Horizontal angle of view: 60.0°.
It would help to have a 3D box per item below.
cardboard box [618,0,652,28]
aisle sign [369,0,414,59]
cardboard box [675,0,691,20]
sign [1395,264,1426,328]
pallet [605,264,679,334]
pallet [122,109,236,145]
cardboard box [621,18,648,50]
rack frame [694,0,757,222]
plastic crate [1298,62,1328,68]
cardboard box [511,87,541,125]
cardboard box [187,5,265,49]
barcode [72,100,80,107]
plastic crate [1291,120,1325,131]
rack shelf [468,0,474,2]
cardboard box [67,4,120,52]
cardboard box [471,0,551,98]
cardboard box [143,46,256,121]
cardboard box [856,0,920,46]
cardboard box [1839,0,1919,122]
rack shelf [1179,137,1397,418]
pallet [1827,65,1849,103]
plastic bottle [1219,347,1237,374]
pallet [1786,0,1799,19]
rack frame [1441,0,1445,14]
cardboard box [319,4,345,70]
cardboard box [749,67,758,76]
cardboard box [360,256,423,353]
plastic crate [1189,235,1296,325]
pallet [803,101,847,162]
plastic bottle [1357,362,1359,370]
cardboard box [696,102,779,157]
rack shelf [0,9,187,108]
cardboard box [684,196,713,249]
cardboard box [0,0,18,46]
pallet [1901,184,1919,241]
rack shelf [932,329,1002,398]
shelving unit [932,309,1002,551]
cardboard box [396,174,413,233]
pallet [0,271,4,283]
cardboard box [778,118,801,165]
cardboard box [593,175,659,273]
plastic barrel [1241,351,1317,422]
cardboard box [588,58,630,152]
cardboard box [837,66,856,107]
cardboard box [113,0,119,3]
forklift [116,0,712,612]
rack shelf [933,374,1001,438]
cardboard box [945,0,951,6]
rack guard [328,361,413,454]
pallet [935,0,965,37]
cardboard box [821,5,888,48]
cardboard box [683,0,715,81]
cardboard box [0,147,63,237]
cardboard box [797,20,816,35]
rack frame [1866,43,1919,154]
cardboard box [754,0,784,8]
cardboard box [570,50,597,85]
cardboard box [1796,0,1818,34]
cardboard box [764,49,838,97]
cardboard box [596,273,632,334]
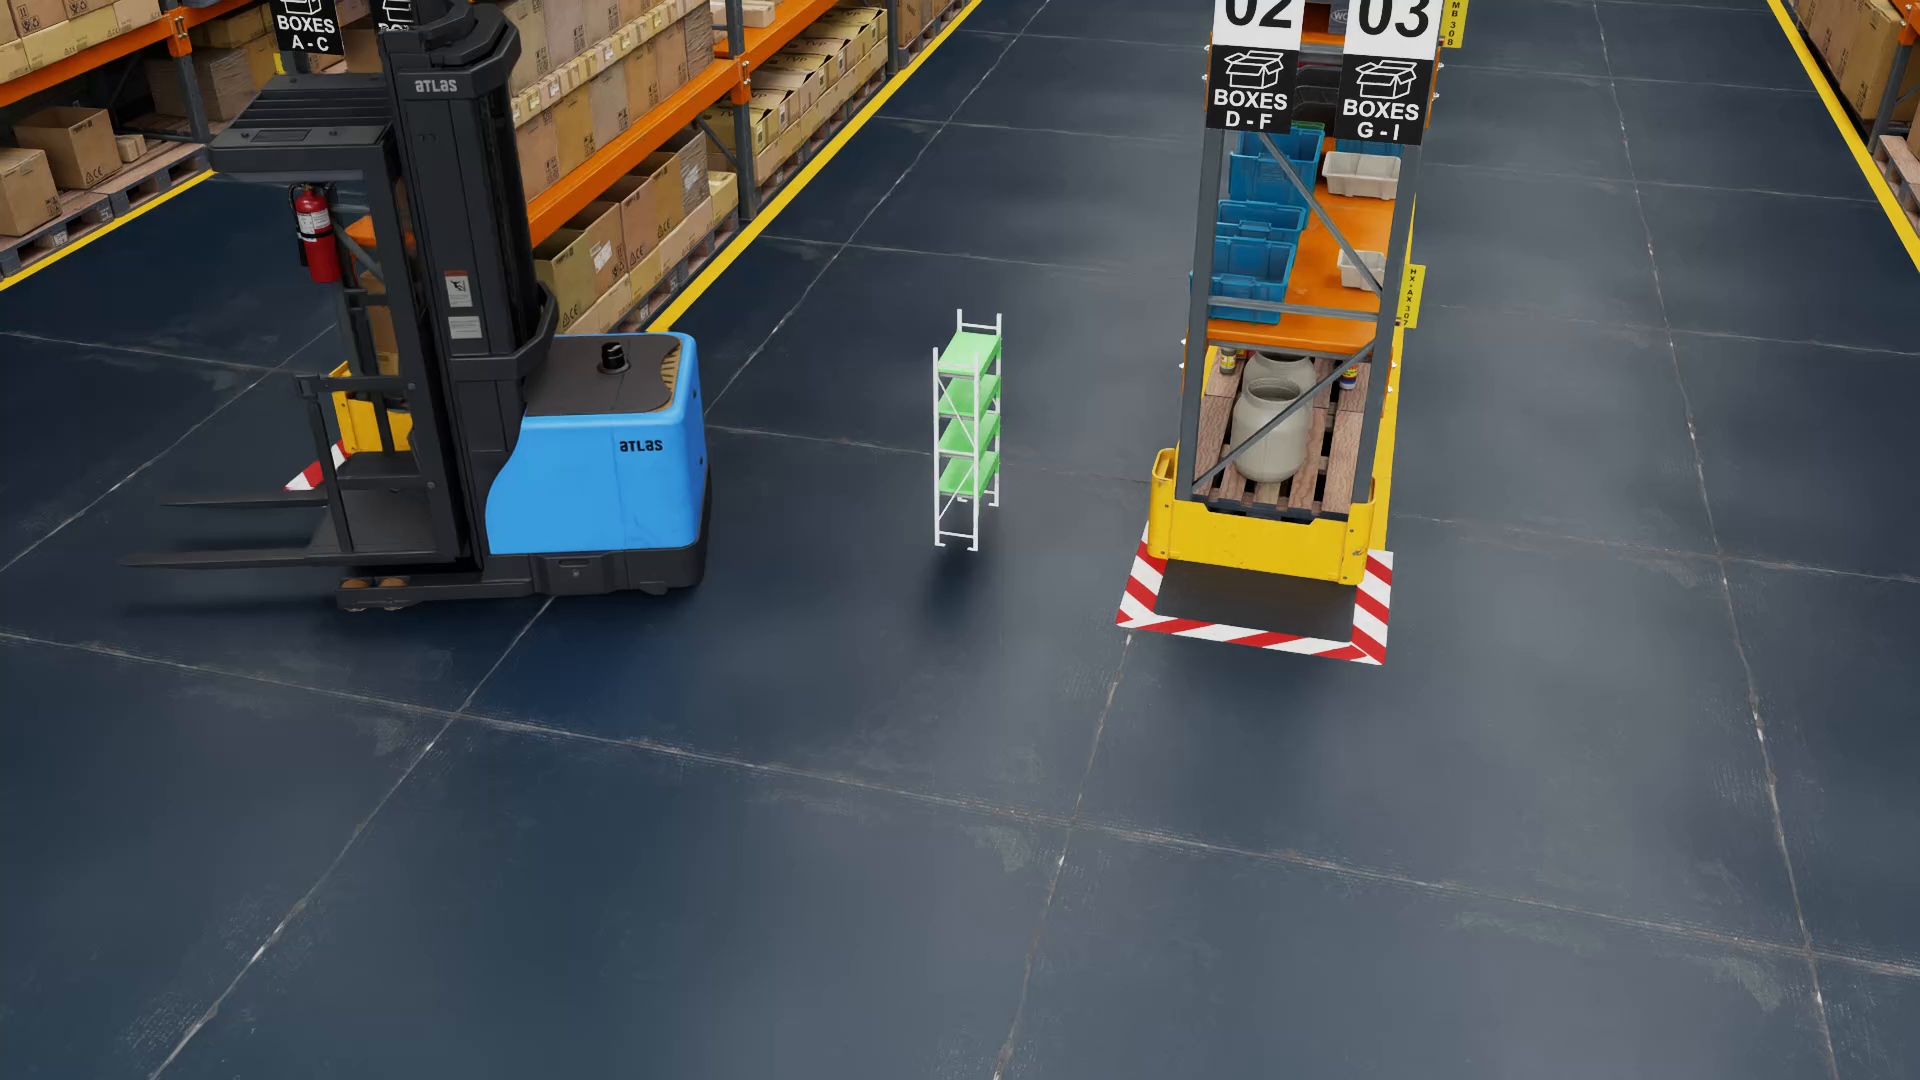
[{"bbox_3d":[-2.488,-3.729,11.017,0.700,0.500,0.500,8,33,12],"label":"cardboard box"},{"bbox_3d":[-2.862,-2.838,8.495,0.394,0.787,0.004,8,33,12],"label":"aisle sign"},{"bbox_3d":[-2.117,-3.774,11.693,0.380,0.149,0.250,7,33,11],"label":"cardboard box"},{"bbox_3d":[2.179,-1.180,8.053,0.100,0.325,0.005,8,33,12],"label":"sign"},{"bbox_3d":[-2.677,-1.674,11.686,1.003,0.211,1.213,8,33,12],"label":"pallet"},{"bbox_3d":[-6.723,-3.793,15.019,1.003,0.211,1.213,8,33,12],"label":"pallet"},{"bbox_3d":[-2.312,-3.380,11.072,0.380,0.149,0.250,9,34,14],"label":"cardboard box"},{"bbox_3d":[-2.127,-3.893,12.577,1.000,3.000,0.127,8,33,12],"label":"rack frame"},{"bbox_3d":[2.490,-3.536,11.957,0.402,0.464,0.583,8,33,12],"label":"plastic crate"},{"bbox_3d":[-2.705,-2.574,9.805,0.380,0.149,0.250,8,33,13],"label":"cardboard box"},{"bbox_3d":[-6.640,-4.626,14.951,0.500,0.250,0.500,7,33,11],"label":"cardboard box"},{"bbox_3d":[-7.288,-3.583,13.712,0.001,0.075,0.075,8,33,12],"label":"barcode"},{"bbox_3d":[2.046,-2.461,10.522,0.450,0.188,0.662,8,33,12],"label":"plastic crate"},{"bbox_3d":[-2.634,-3.817,10.333,1.077,0.370,4.000,8,33,12],"label":"rack shelf"},{"bbox_3d":[-6.881,-3.966,12.813,0.500,0.250,0.500,8,33,13],"label":"cardboard box"},{"bbox_3d":[-2.869,-2.948,9.789,0.700,0.500,0.500,7,33,11],"label":"cardboard box"},{"bbox_3d":[-6.748,-4.080,14.792,0.700,0.500,0.500,9,34,14],"label":"cardboard box"},{"bbox_3d":[-0.720,-5.296,16.705,0.500,0.500,0.500,9,34,14],"label":"cardboard box"},{"bbox_3d":[8.665,-4.253,14.734,1.225,0.875,0.875,7,33,10],"label":"cardboard box"},{"bbox_3d":[2.156,-1.875,10.074,1.077,0.370,4.000,8,33,12],"label":"rack shelf"},{"bbox_3d":[9.054,-4.471,16.086,1.003,0.211,1.213,8,33,12],"label":"pallet"},{"bbox_3d":[1.690,-1.158,10.474,0.097,0.201,0.097,0,32,0],"label":"plastic bottle"},{"bbox_3d":[9.753,-5.901,18.335,1.003,0.211,1.213,8,33,12],"label":"pallet"},{"bbox_3d":[1.648,-3.672,6.639,1.000,3.000,0.127,8,33,12],"label":"rack frame"},{"bbox_3d":[-6.378,-4.878,16.047,0.700,0.500,0.500,8,33,12],"label":"cardboard box"},{"bbox_3d":[-2.046,-3.925,14.277,0.500,0.311,0.500,8,33,12],"label":"cardboard box"},{"bbox_3d":[-3.294,-1.469,10.237,0.500,0.500,0.500,8,33,12],"label":"cardboard box"},{"bbox_3d":[1.486,-1.378,8.761,0.499,0.251,0.616,8,33,12],"label":"plastic crate"},{"bbox_3d":[-1.670,-3.739,14.934,1.003,0.211,1.213,8,33,12],"label":"pallet"},{"bbox_3d":[2.485,-1.193,10.453,0.061,0.283,0.133,9,33,13],"label":"plastic bottle"},{"bbox_3d":[-1.781,-3.327,13.336,0.500,0.311,0.500,8,33,13],"label":"cardboard box"},{"bbox_3d":[-7.427,-3.224,12.195,1.077,0.370,4.000,8,33,12],"label":"rack shelf"},{"bbox_3d":[-2.169,-2.381,12.371,0.500,0.250,0.500,8,33,12],"label":"cardboard box"},{"bbox_3d":[-7.131,-3.750,11.775,0.500,0.500,0.500,9,34,14],"label":"cardboard box"},{"bbox_3d":[7.958,-2.404,12.835,1.003,0.211,1.213,8,33,12],"label":"pallet"},{"bbox_3d":[0.042,-0.943,8.840,0.258,0.148,0.480,8,33,12],"label":"rack shelf"},{"bbox_3d":[0.042,-0.592,9.063,0.258,1.200,0.503,8,33,12],"label":"shelving unit"},{"bbox_3d":[-3.011,-2.100,9.664,0.700,0.500,0.500,8,33,12],"label":"cardboard box"},{"bbox_3d":[-7.675,-1.769,11.836,1.003,0.211,1.213,8,33,12],"label":"pallet"},{"bbox_3d":[-1.654,-3.350,13.895,0.500,0.250,0.500,9,33,14],"label":"cardboard box"},{"bbox_3d":[-2.407,-2.176,11.350,0.500,0.500,0.500,8,33,12],"label":"cardboard box"},{"bbox_3d":[1.869,-0.880,9.766,0.421,0.512,0.421,0,32,0],"label":"plastic barrel"},{"bbox_3d":[-2.621,-2.903,10.928,0.700,0.500,0.500,9,34,14],"label":"cardboard box"},{"bbox_3d":[-1.267,-4.150,15.154,0.500,0.250,0.500,9,33,13],"label":"cardboard box"},{"bbox_3d":[-6.740,-4.539,13.017,0.500,0.500,0.500,8,33,12],"label":"cardboard box"},{"bbox_3d":[-2.902,-1.158,8.339,3.031,2.935,1.130,-2,33,-3],"label":"forklift"},{"bbox_3d":[0.042,-0.741,8.969,0.258,0.148,0.480,8,33,12],"label":"rack shelf"},{"bbox_3d":[-0.333,-6.100,17.969,0.500,0.500,0.500,7,33,11],"label":"cardboard box"},{"bbox_3d":[-3.148,-0.750,9.963,1.175,0.500,0.348,8,33,12],"label":"rack guard"},{"bbox_3d":[-0.574,-5.805,18.184,1.003,0.211,1.213,8,33,12],"label":"pallet"},{"bbox_3d":[-1.006,-4.916,15.837,0.500,0.311,0.500,9,34,14],"label":"cardboard box"},{"bbox_3d":[-2.233,-3.704,12.187,0.700,0.500,0.500,7,33,11],"label":"cardboard box"},{"bbox_3d":[-7.292,-2.637,12.521,0.700,0.500,0.500,6,33,9],"label":"cardboard box"},{"bbox_3d":[-1.654,-4.716,15.522,0.500,0.311,0.500,7,33,11],"label":"cardboard box"},{"bbox_3d":[8.469,-4.618,13.718,1.000,3.000,0.127,8,33,12],"label":"rack frame"},{"bbox_3d":[-1.782,-4.604,13.604,0.500,0.500,0.500,10,34,16],"label":"cardboard box"},{"bbox_3d":[-2.509,-2.976,10.437,0.380,0.149,0.250,8,33,12],"label":"cardboard box"},{"bbox_3d":[9.341,-5.639,16.913,1.225,0.875,0.875,8,33,13],"label":"cardboard box"},{"bbox_3d":[-1.392,-4.125,14.591,0.500,0.311,0.500,9,34,14],"label":"cardboard box"},{"bbox_3d":[-2.540,-1.601,11.144,0.500,0.250,0.500,8,33,12],"label":"cardboard box"}]
